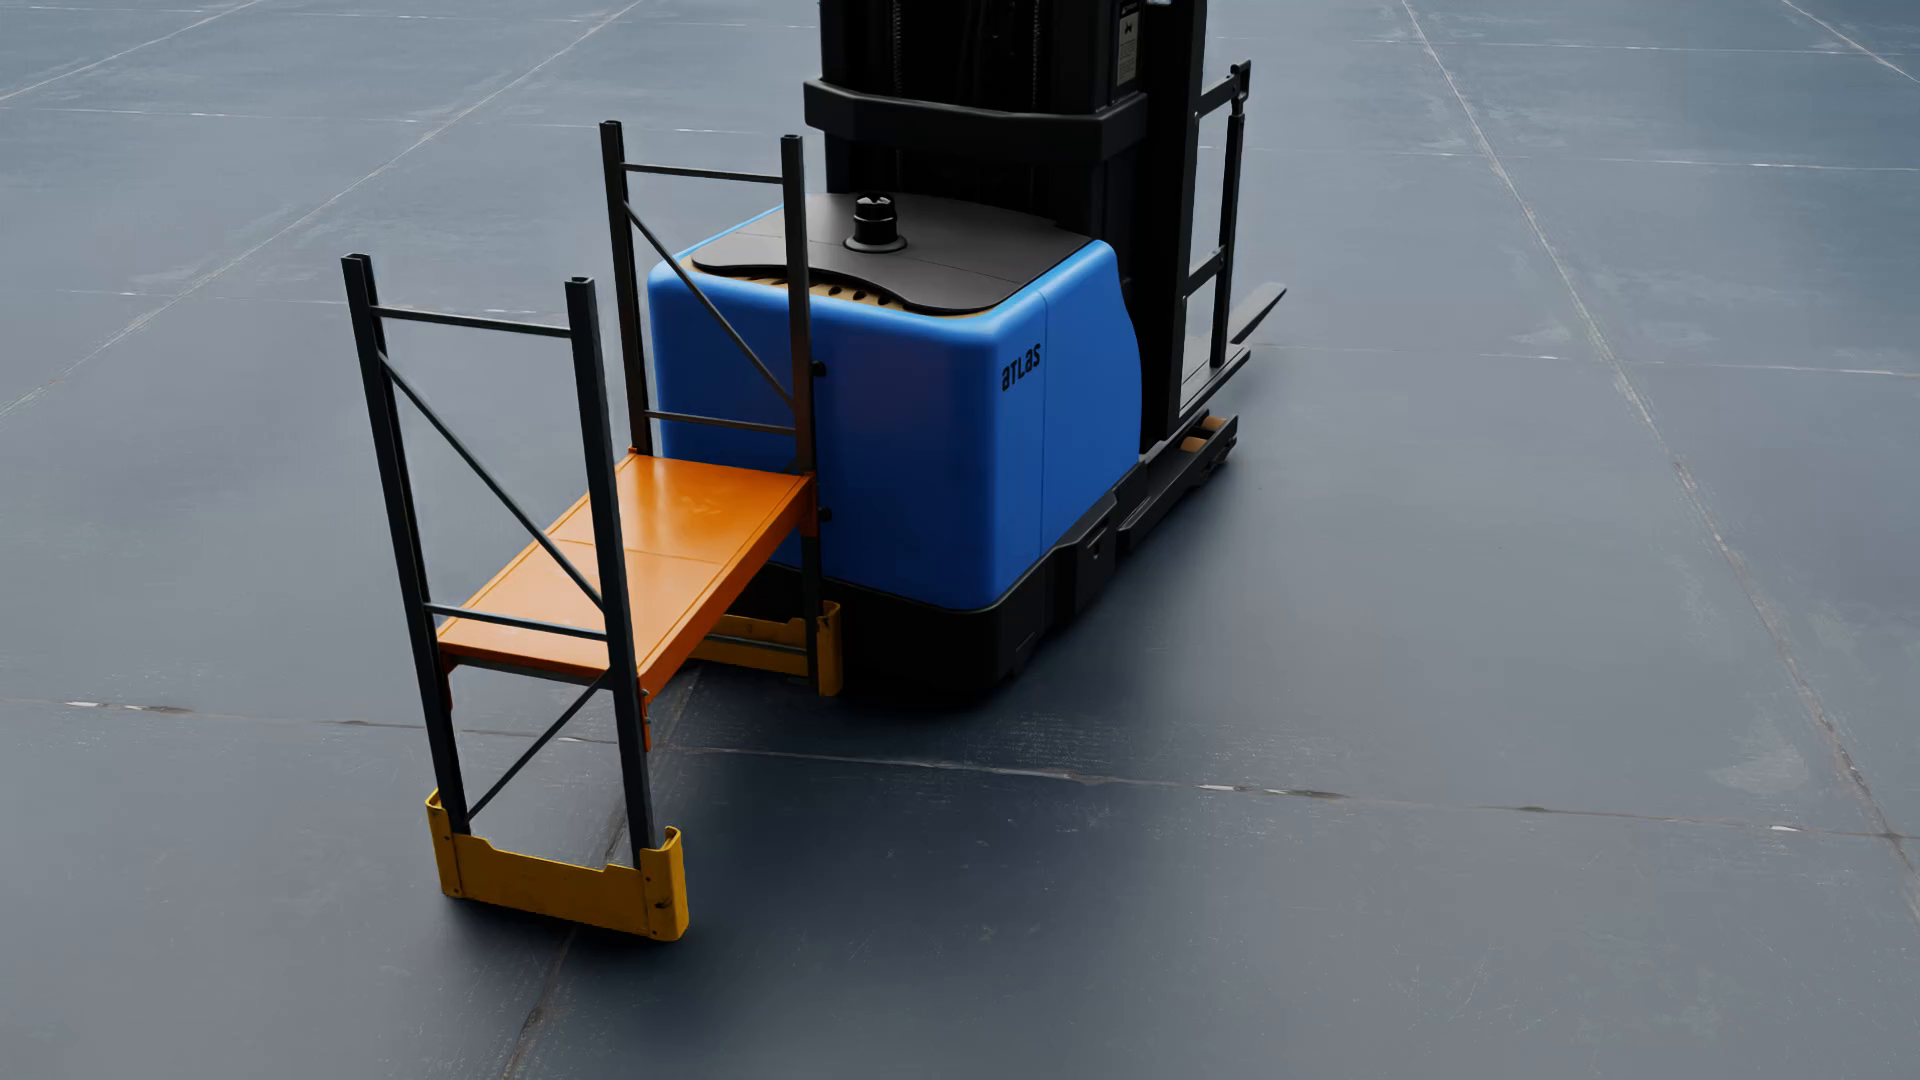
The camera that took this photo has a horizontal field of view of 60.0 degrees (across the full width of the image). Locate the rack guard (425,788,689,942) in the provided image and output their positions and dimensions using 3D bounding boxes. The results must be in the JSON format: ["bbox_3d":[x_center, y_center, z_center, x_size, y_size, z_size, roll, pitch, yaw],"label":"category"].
[{"bbox_3d":[-0.887,0.710,3.668,0.587,0.250,0.087,8,29,14],"label":"rack guard"}]

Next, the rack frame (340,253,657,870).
[{"bbox_3d":[-0.893,0.169,3.355,0.500,1.500,0.032,8,29,14],"label":"rack frame"}]

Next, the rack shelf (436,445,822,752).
[{"bbox_3d":[-0.749,0.096,3.869,0.538,0.185,1.000,8,29,14],"label":"rack shelf"}]

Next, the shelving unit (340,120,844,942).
[{"bbox_3d":[-0.746,-0.066,3.792,0.587,1.500,1.083,8,29,14],"label":"shelving unit"}]

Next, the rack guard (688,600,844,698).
[{"bbox_3d":[-0.605,0.257,4.509,0.587,0.250,0.087,8,29,14],"label":"rack guard"}]

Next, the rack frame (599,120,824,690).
[{"bbox_3d":[-0.605,-0.293,4.213,0.500,1.500,0.032,8,29,14],"label":"rack frame"}]

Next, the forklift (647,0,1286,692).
[{"bbox_3d":[0.304,-1.561,5.058,1.130,2.935,3.031,14,31,24],"label":"forklift"}]
